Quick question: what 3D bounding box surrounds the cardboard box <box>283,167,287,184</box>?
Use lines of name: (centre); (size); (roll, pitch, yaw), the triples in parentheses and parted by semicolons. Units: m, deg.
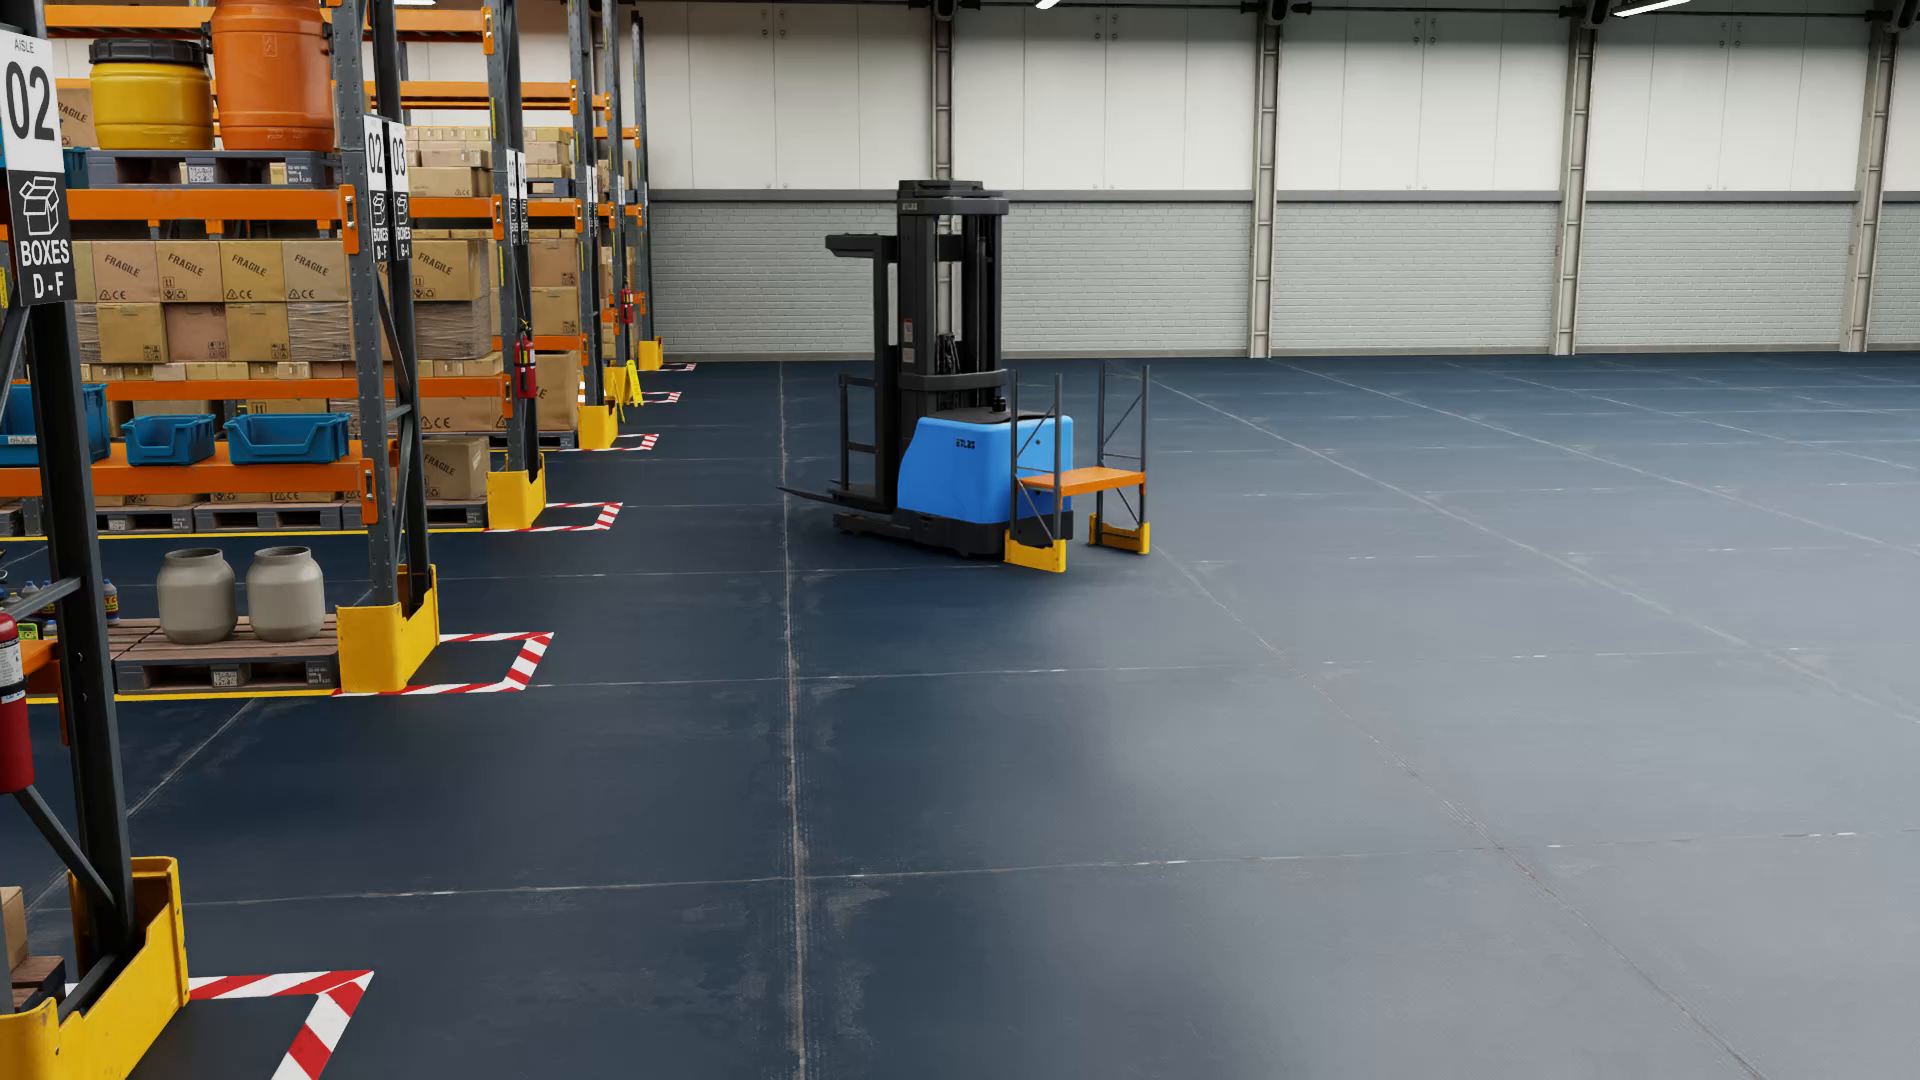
cardboard box: (-5.337, -2.995, 13.939); (0.500, 0.250, 0.500); (-1, 11, -5)

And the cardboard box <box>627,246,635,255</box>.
cardboard box: (-5.845, -5.075, 29.195); (0.250, 0.149, 0.380); (-1, 11, -7)

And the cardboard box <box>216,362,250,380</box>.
cardboard box: (-6.119, -1.449, 14.116); (0.250, 0.149, 0.380); (-1, 11, -6)

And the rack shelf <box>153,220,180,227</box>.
rack shelf: (-11.453, -5.522, 28.267); (4.000, 0.370, 1.077); (-1, 11, -6)

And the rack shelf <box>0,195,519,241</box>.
rack shelf: (-5.867, -2.753, 14.183); (4.000, 0.370, 1.077); (-1, 11, -6)

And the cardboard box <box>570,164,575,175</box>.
cardboard box: (-5.514, -5.254, 23.626); (0.250, 0.149, 0.380); (-1, 11, -5)

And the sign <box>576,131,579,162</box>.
sign: (-4.269, -4.392, 18.566); (0.005, 0.325, 0.100); (-1, 11, -6)

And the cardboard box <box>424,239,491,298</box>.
cardboard box: (-4.455, -2.402, 14.687); (0.500, 0.500, 0.500); (-1, 11, -6)

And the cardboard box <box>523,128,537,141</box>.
cardboard box: (-4.860, -4.547, 18.680); (0.250, 0.149, 0.380); (-1, 11, -6)

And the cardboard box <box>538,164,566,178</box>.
cardboard box: (-4.608, -4.161, 18.782); (0.250, 0.149, 0.380); (-1, 11, -6)

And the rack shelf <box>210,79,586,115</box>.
rack shelf: (-6.302, -4.982, 18.781); (4.000, 0.370, 1.077); (-1, 11, -6)

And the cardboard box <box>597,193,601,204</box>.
cardboard box: (-5.273, -4.863, 23.706); (0.250, 0.149, 0.380); (-1, 11, -6)

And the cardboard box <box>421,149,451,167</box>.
cardboard box: (-4.392, -3.221, 14.054); (0.250, 0.149, 0.380); (-2, 11, -8)

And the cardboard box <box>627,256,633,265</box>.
cardboard box: (-5.803, -4.834, 28.741); (0.250, 0.149, 0.380); (-1, 11, -5)

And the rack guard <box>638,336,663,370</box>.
rack guard: (-5.465, -3.302, 29.367); (0.348, 0.500, 1.175); (-1, 11, -6)

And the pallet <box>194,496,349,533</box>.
pallet: (-5.976, -0.271, 14.698); (1.213, 0.211, 1.003); (-1, 11, -6)

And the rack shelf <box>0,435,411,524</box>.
rack shelf: (-5.332, -0.331, 9.640); (4.000, 0.370, 1.077); (-1, 11, -6)

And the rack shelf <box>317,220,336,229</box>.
rack shelf: (-10.914, -4.570, 23.426); (4.000, 0.370, 1.077); (-1, 11, -6)

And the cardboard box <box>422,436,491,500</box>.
cardboard box: (-4.501, -0.645, 14.765); (0.500, 0.500, 0.500); (1, 11, 4)

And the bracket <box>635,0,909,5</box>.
bracket: (-3.249, -9.391, 28.975); (4.783, 0.066, 0.076); (-1, 11, -6)

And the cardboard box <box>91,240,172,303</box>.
cardboard box: (-6.883, -2.249, 13.910); (0.500, 0.500, 0.500); (-1, 11, -6)

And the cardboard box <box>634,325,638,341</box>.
cardboard box: (-5.978, -3.660, 29.452); (0.500, 0.250, 0.500); (-1, 11, -5)

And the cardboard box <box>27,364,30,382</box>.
cardboard box: (-7.609, -1.416, 13.944); (0.250, 0.149, 0.380); (-1, 11, -6)

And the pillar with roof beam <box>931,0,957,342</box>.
pillar with roof beam: (0.152, -6.929, 25.786); (0.548, 9.000, 9.100); (-1, 11, -6)

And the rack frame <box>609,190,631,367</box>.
rack frame: (-4.949, -3.576, 24.281); (0.127, 3.000, 1.000); (-1, 11, -6)

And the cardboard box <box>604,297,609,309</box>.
cardboard box: (-5.309, -3.485, 24.472); (0.250, 0.149, 0.380); (-1, 11, -6)

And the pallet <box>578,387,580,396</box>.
pallet: (-5.836, -2.196, 24.491); (1.213, 0.211, 1.003); (-1, 11, -6)

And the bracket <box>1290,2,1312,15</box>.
bracket: (6.103, -9.586, 29.972); (0.430, 0.232, 0.235); (-1, 11, -6)

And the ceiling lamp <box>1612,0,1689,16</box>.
ceiling lamp: (11.161, -9.938, 25.958); (0.800, 3.185, 2.000); (-1, 11, -6)

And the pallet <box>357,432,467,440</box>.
pallet: (-6.310, -1.204, 19.445); (1.213, 0.211, 1.003); (-1, 11, -6)

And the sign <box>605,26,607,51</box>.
sign: (-4.909, -6.949, 23.054); (0.005, 0.325, 0.100); (-1, 11, -6)

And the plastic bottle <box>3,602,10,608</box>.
plastic bottle: (-5.388, 0.493, 9.484); (0.133, 0.283, 0.061); (-1, 11, -6)

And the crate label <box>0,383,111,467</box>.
crate label: (-5.144, -0.653, 9.321); (0.616, 0.435, 0.502); (-1, 11, -6)

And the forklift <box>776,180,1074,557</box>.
forklift: (-0.431, -1.531, 14.059); (1.130, 2.935, 3.031); (-10, 15, -41)

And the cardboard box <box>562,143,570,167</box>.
cardboard box: (-4.821, -4.467, 19.309); (0.500, 0.250, 0.500); (-1, 11, -6)

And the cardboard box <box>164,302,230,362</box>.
cardboard box: (-6.414, -1.818, 14.310); (0.500, 0.500, 0.875); (-1, 11, -6)

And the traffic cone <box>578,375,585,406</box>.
traffic cone: (-5.237, -2.075, 23.222); (0.334, 0.463, 0.336); (-1, 11, -6)

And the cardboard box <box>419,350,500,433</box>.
cardboard box: (-5.855, -1.747, 19.396); (0.875, 0.875, 0.875); (-1, 11, -7)

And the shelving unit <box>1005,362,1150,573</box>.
shelving unit: (0.932, -0.598, 13.021); (1.083, 1.500, 0.587); (-11, 15, -43)

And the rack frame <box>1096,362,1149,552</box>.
rack frame: (1.302, -0.668, 13.375); (0.032, 1.500, 0.500); (-11, 15, -43)

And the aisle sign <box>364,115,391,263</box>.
aisle sign: (-3.240, -1.946, 9.250); (0.004, 0.787, 0.394); (-1, 11, -6)

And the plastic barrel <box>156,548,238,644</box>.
plastic barrel: (-4.488, 0.328, 9.785); (0.421, 0.512, 0.421); (0, 11, 0)

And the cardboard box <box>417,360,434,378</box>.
cardboard box: (-4.631, -1.486, 14.305); (0.250, 0.149, 0.380); (-1, 11, -6)

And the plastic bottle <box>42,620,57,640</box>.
plastic bottle: (-5.122, 0.554, 9.388); (0.097, 0.201, 0.097); (0, 11, 0)

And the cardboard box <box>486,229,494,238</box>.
cardboard box: (-6.433, -4.170, 23.679); (0.500, 0.500, 0.700); (-1, 11, -7)

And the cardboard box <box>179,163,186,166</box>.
cardboard box: (-6.456, -3.156, 13.725); (0.250, 0.149, 0.380); (-1, 11, -7)

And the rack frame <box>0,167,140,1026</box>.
rack frame: (-2.812, 0.224, 4.951); (0.127, 3.000, 1.000); (-1, 11, -6)

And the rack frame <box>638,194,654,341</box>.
rack frame: (-5.488, -4.528, 29.123); (0.127, 3.000, 1.000); (-1, 11, -6)

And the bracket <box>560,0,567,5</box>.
bracket: (-6.652, -9.319, 28.612); (0.430, 0.232, 0.235); (-1, 11, -6)
